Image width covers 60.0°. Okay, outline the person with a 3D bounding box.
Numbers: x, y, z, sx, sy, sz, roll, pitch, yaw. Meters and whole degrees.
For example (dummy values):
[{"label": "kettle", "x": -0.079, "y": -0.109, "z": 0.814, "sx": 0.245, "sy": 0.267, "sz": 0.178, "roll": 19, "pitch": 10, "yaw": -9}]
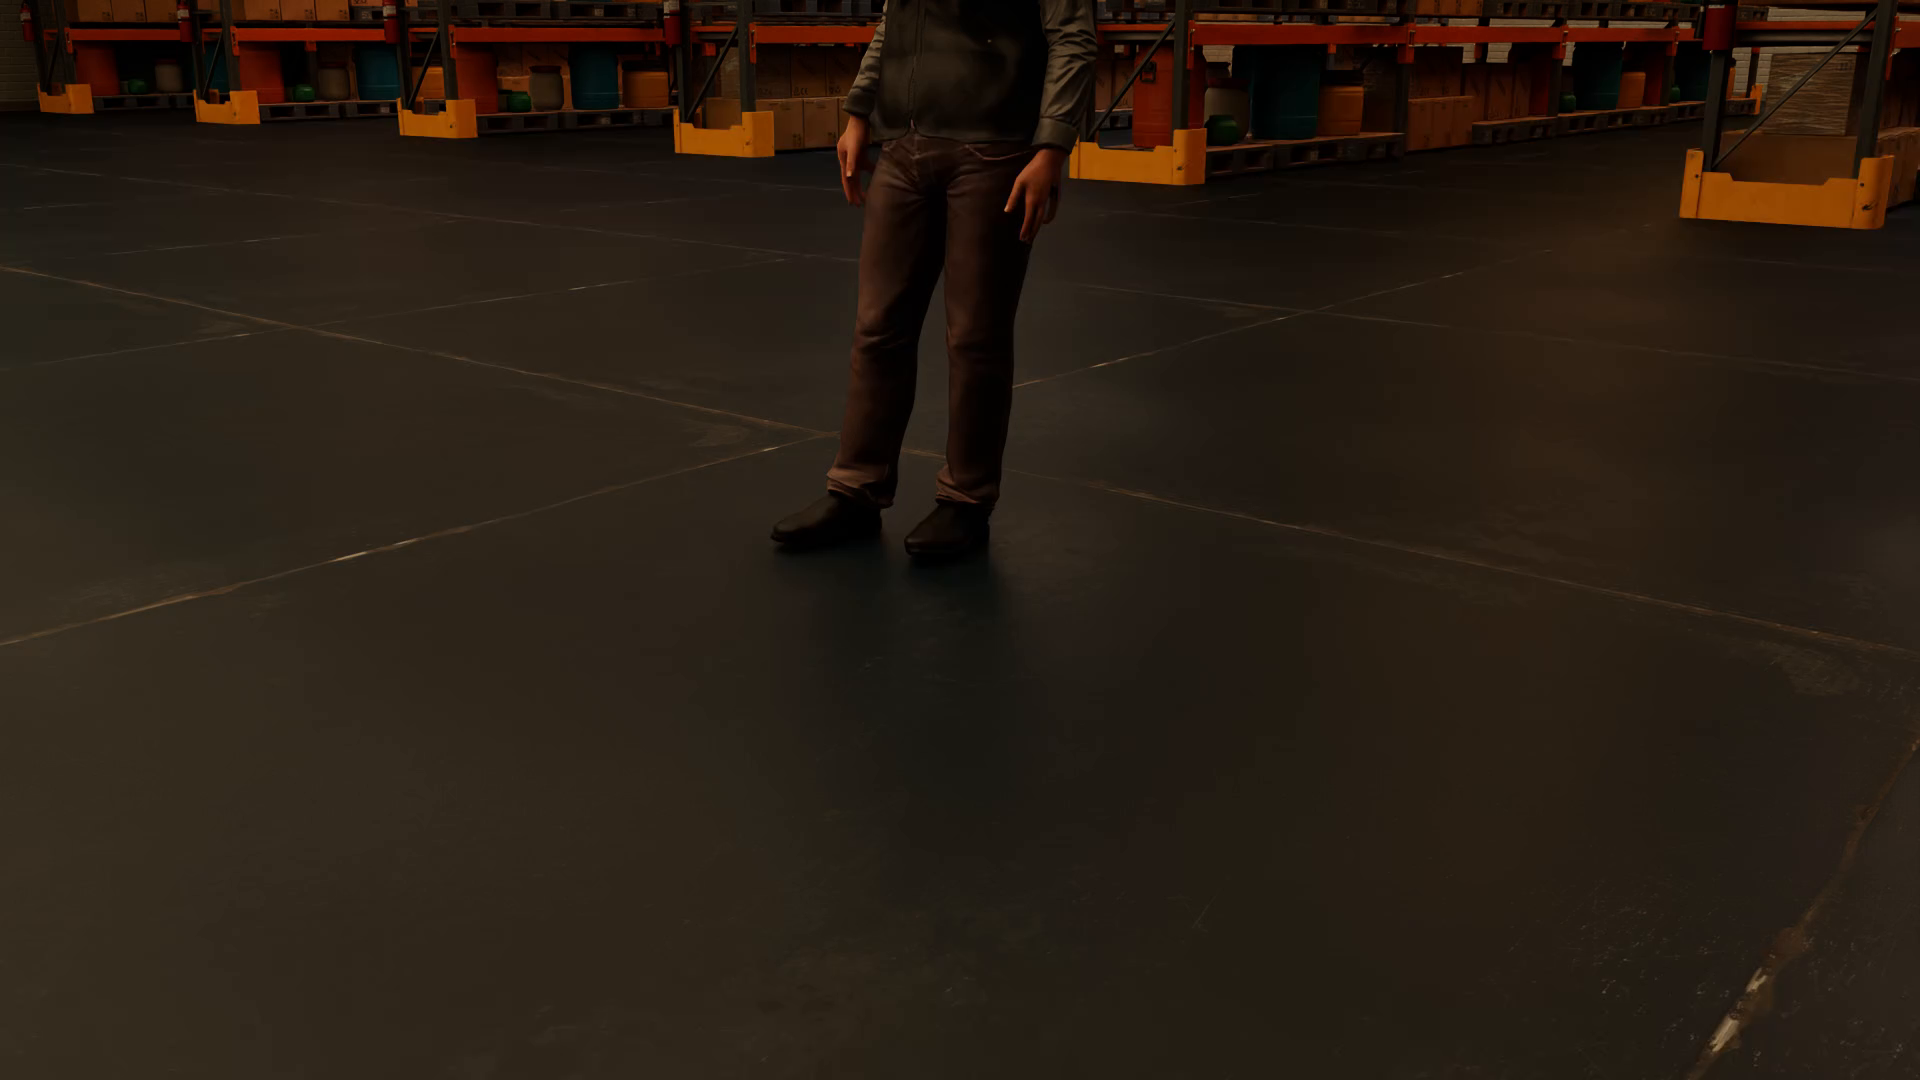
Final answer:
[{"label": "person", "x": -0.051, "y": -0.817, "z": 3.643, "sx": 0.632, "sy": 1.720, "sz": 0.552, "roll": 13, "pitch": 21, "yaw": 37}]
